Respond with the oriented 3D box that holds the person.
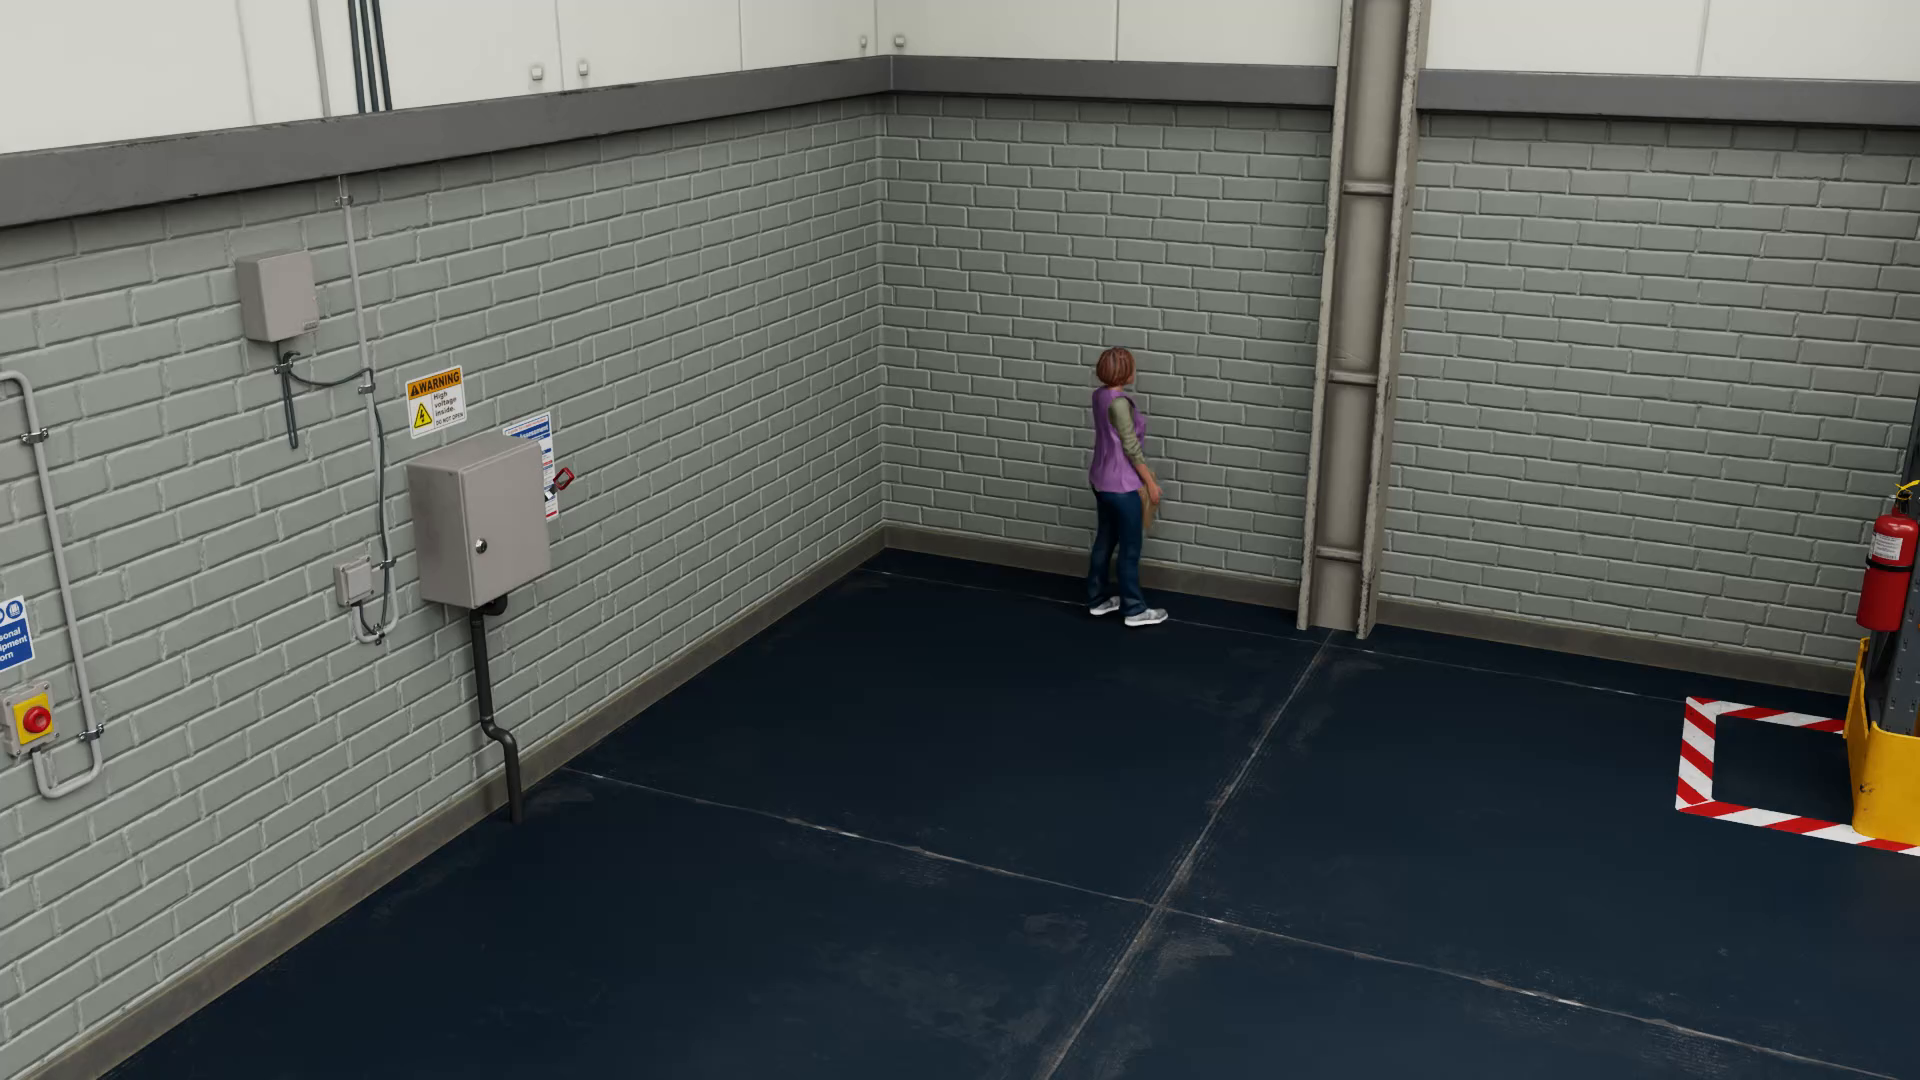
[{"bbox_3d":[0.956,-0.308,9.406,0.450,1.604,0.438,-4,20,-11],"label":"person"}]
